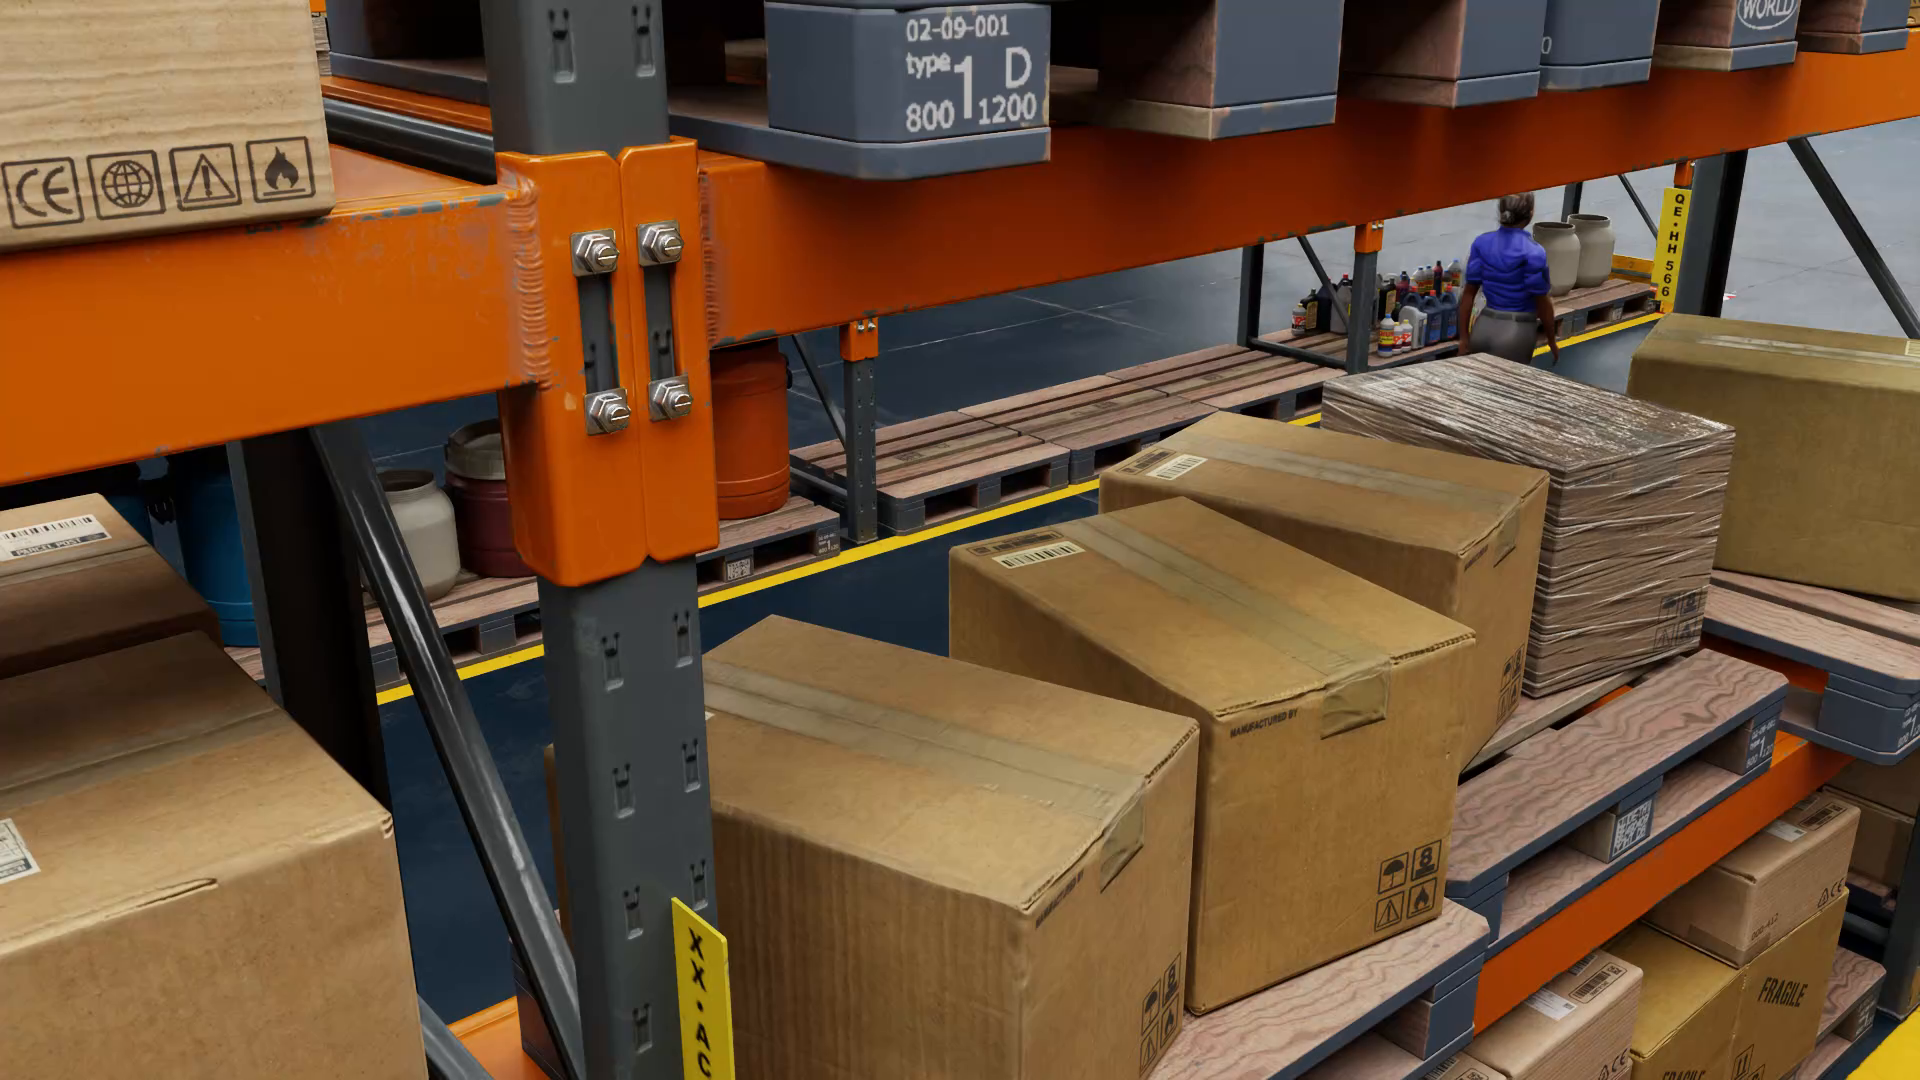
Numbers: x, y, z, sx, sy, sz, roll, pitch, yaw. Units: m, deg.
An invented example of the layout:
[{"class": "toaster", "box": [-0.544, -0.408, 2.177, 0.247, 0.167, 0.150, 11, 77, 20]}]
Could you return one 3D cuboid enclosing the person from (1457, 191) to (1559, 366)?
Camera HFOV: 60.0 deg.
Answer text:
[{"class": "person", "box": [2.894, -1.011, 8.768, 0.623, 1.723, 0.441, -12, 24, -29]}]
